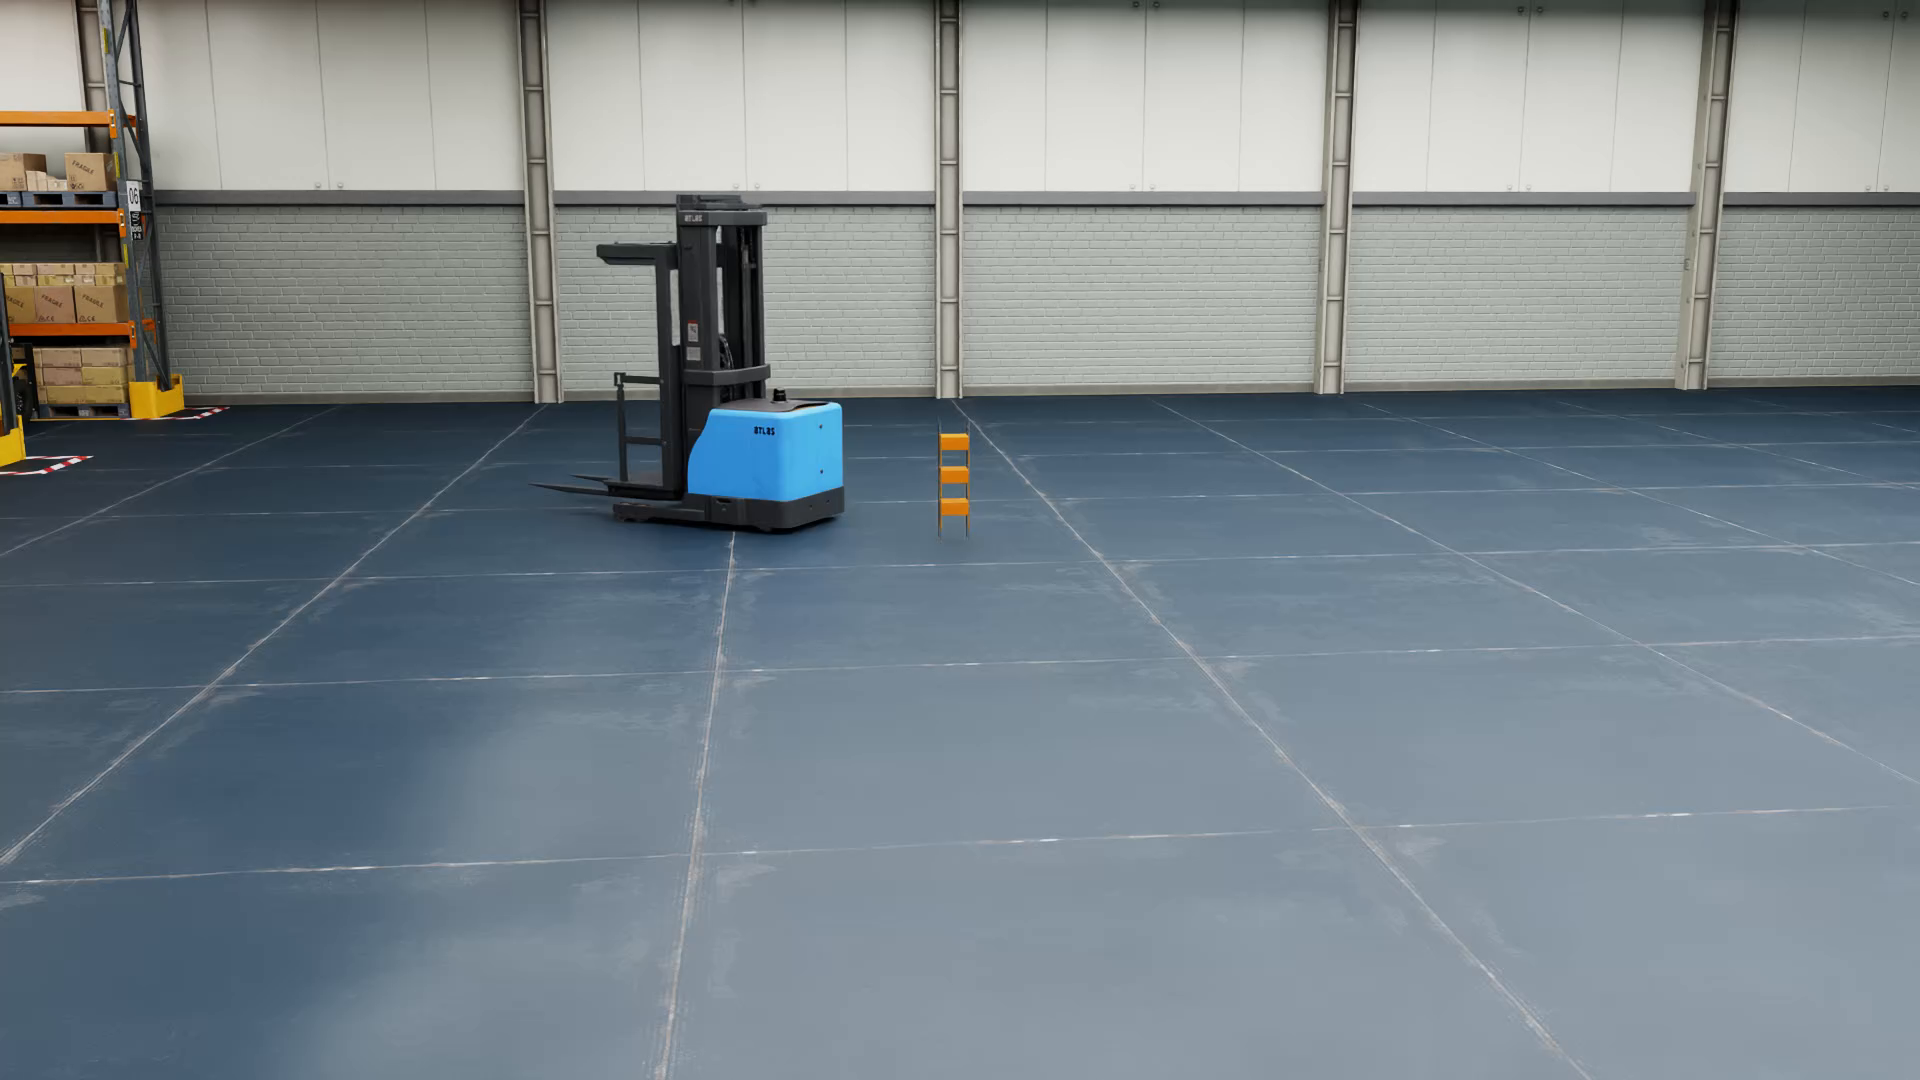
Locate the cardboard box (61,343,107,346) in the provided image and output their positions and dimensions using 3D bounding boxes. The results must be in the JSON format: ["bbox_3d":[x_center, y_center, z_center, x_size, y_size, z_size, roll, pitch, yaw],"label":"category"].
[{"bbox_3d":[-12.308,-2.615,23.343,0.500,0.250,0.500,-1,11,-6],"label":"cardboard box"}]

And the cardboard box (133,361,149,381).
[{"bbox_3d":[-11.804,-2.385,23.467,0.500,0.250,0.500,-1,11,-5],"label":"cardboard box"}]

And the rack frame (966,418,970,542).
[{"bbox_3d":[0.068,-0.517,14.274,0.008,1.050,0.200,-1,11,-6],"label":"rack frame"}]

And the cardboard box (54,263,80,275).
[{"bbox_3d":[-12.146,-3.696,22.683,0.250,0.149,0.380,-1,11,-5],"label":"cardboard box"}]

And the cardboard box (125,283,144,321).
[{"bbox_3d":[-11.836,-3.345,23.347,0.500,0.500,0.500,-1,11,-4],"label":"cardboard box"}]

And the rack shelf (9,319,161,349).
[{"bbox_3d":[-13.302,-2.858,22.995,4.000,0.370,1.077,-1,11,-6],"label":"rack shelf"}]

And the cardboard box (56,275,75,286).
[{"bbox_3d":[-12.144,-3.555,22.732,0.250,0.149,0.380,-1,11,-5],"label":"cardboard box"}]

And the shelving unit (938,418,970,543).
[{"bbox_3d":[-0.053,-0.514,14.261,0.252,1.050,0.215,-1,11,-6],"label":"shelving unit"}]

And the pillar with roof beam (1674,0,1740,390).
[{"bbox_3d":[12.221,-6.029,21.708,0.400,9.000,9.100,-1,11,-6],"label":"pillar with roof beam"}]

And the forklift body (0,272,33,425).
[{"bbox_3d":[-13.002,-2.447,21.239,1.214,2.155,2.313,-1,11,-6],"label":"forklift body"}]

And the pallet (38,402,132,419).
[{"bbox_3d":[-12.070,-1.861,23.285,1.213,0.211,1.003,-1,11,-6],"label":"pallet"}]

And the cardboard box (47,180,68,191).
[{"bbox_3d":[-12.105,-4.781,22.439,0.250,0.149,0.380,-2,11,-8],"label":"cardboard box"}]

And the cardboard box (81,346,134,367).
[{"bbox_3d":[-11.738,-2.531,22.913,0.500,0.250,0.500,-1,11,-4],"label":"cardboard box"}]

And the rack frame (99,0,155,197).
[{"bbox_3d":[-11.314,-6.196,22.559,0.127,3.000,1.000,-1,11,-6],"label":"rack frame"}]

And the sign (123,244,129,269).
[{"bbox_3d":[-11.269,-3.833,22.473,0.005,0.325,0.100,-1,11,-6],"label":"sign"}]

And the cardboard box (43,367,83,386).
[{"bbox_3d":[-12.264,-2.277,22.915,0.500,0.250,0.500,-1,11,-7],"label":"cardboard box"}]

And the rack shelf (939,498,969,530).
[{"bbox_3d":[-0.053,-0.231,14.317,0.240,0.259,0.215,-1,11,-6],"label":"rack shelf"}]

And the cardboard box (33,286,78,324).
[{"bbox_3d":[-12.292,-3.232,22.774,0.500,0.500,0.500,-1,11,-4],"label":"cardboard box"}]

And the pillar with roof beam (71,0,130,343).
[{"bbox_3d":[-11.638,-5.529,19.165,0.400,9.000,9.100,-1,11,-6],"label":"pillar with roof beam"}]

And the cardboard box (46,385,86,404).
[{"bbox_3d":[-12.242,-2.031,22.961,0.500,0.250,0.500,-1,11,-6],"label":"cardboard box"}]

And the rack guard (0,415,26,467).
[{"bbox_3d":[-10.850,-1.073,18.529,0.348,0.500,1.175,-1,11,-6],"label":"rack guard"}]

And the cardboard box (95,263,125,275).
[{"bbox_3d":[-11.647,-3.718,22.793,0.250,0.149,0.380,-1,11,-6],"label":"cardboard box"}]

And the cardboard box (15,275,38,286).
[{"bbox_3d":[-12.652,-3.537,22.642,0.250,0.149,0.380,-2,11,-8],"label":"cardboard box"}]

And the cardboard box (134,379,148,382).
[{"bbox_3d":[-11.823,-2.137,23.501,0.500,0.250,0.500,-1,11,-6],"label":"cardboard box"}]

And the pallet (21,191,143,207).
[{"bbox_3d":[-12.020,-4.672,22.807,1.213,0.211,1.003,-1,11,-6],"label":"pallet"}]

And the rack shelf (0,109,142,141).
[{"bbox_3d":[-13.302,-5.606,22.455,4.000,0.370,1.077,-1,11,-6],"label":"rack shelf"}]

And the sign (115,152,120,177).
[{"bbox_3d":[-11.269,-5.016,22.240,0.005,0.325,0.100,-1,11,-6],"label":"sign"}]

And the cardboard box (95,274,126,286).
[{"bbox_3d":[-11.628,-3.559,22.756,0.250,0.149,0.380,-1,11,-5],"label":"cardboard box"}]

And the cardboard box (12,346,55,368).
[{"bbox_3d":[-12.745,-2.507,22.790,0.500,0.250,0.500,-1,11,-5],"label":"cardboard box"}]

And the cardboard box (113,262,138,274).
[{"bbox_3d":[-11.671,-3.800,23.210,0.250,0.149,0.380,-1,11,-7],"label":"cardboard box"}]

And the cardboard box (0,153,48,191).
[{"bbox_3d":[-12.757,-4.971,22.493,0.500,0.500,0.700,-1,11,-6],"label":"cardboard box"}]

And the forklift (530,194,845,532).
[{"bbox_3d":[-2.617,-1.682,15.324,3.031,2.935,1.130,5,12,26],"label":"forklift"}]

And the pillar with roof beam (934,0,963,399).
[{"bbox_3d":[0.291,-5.779,20.437,0.400,9.000,9.100,-1,11,-6],"label":"pillar with roof beam"}]

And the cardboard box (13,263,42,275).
[{"bbox_3d":[-12.649,-3.679,22.593,0.250,0.149,0.380,-1,11,-5],"label":"cardboard box"}]
